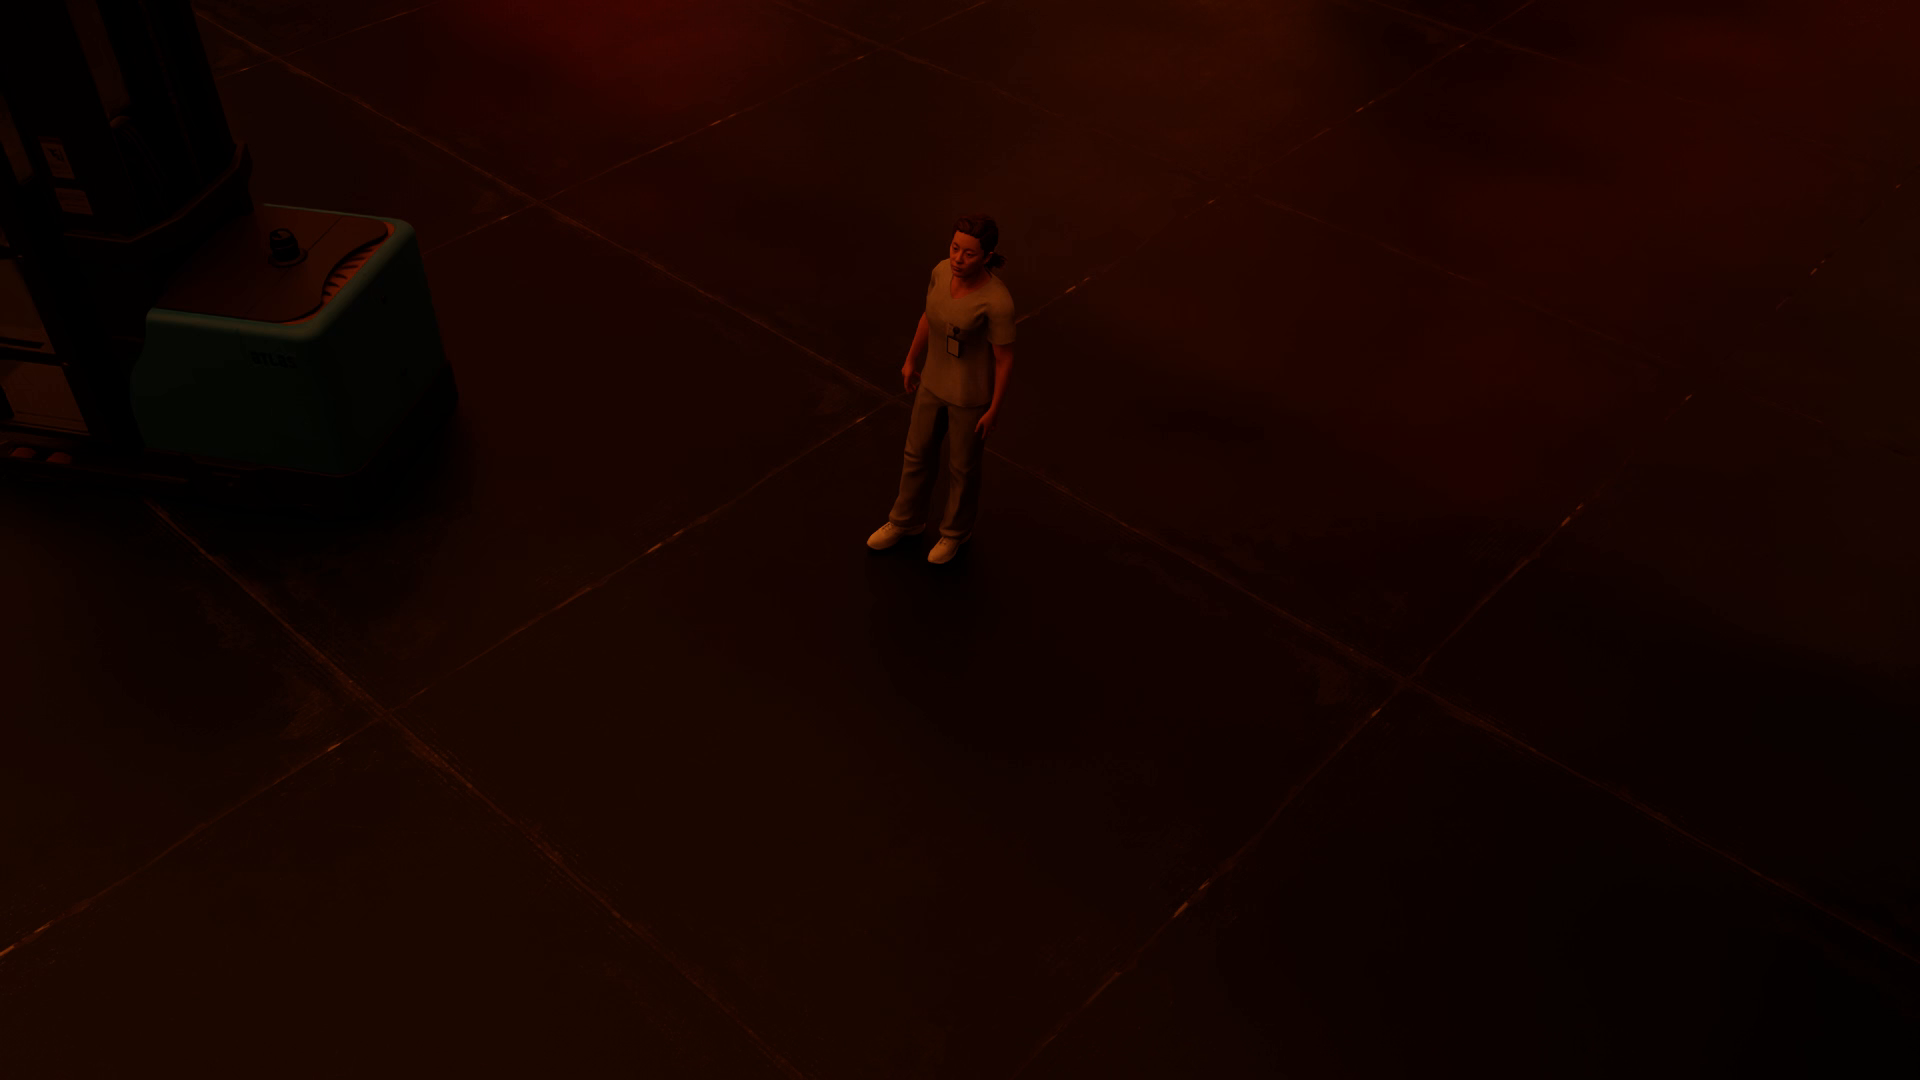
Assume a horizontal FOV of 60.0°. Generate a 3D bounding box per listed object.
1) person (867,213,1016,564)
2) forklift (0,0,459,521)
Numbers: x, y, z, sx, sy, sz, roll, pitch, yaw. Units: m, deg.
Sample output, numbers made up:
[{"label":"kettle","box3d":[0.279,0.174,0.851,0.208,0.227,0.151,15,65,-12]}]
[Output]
[{"label":"person","box3d":[-0.060,-0.613,7.095,0.549,1.675,0.549,31,49,31]},{"label":"forklift","box3d":[-4.105,-1.695,7.404,3.031,2.935,1.130,8,41,9]}]
